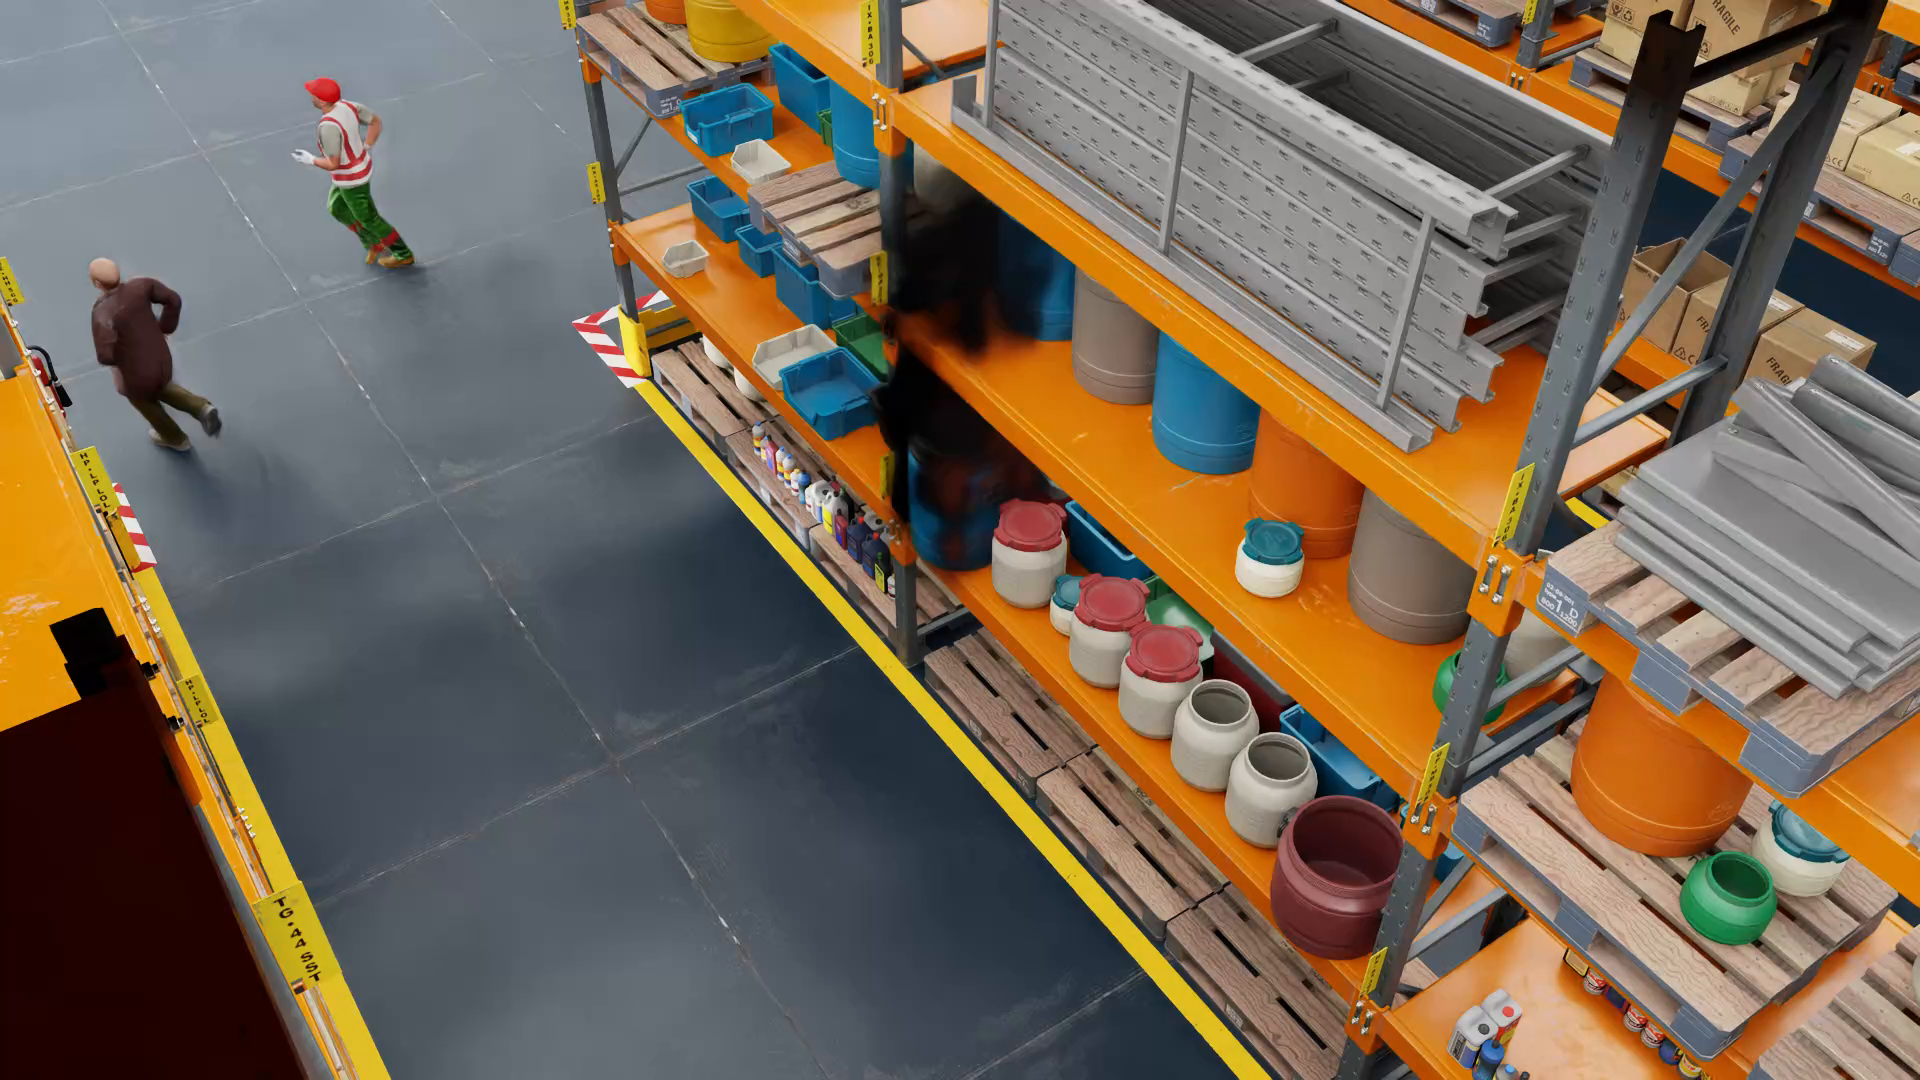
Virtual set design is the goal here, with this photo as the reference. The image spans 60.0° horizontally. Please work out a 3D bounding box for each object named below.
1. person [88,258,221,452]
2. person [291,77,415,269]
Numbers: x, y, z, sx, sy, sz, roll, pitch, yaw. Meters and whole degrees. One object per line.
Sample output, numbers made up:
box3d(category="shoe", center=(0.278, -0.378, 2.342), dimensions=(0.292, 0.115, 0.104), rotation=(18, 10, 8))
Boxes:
box3d(category="person", center=(-5.830, -1.265, 11.934), dimensions=(0.685, 1.638, 0.743), rotation=(13, 44, 14))
box3d(category="person", center=(-5.034, -2.961, 13.683), dimensions=(0.713, 1.809, 0.619), rotation=(-3, 43, -4))
